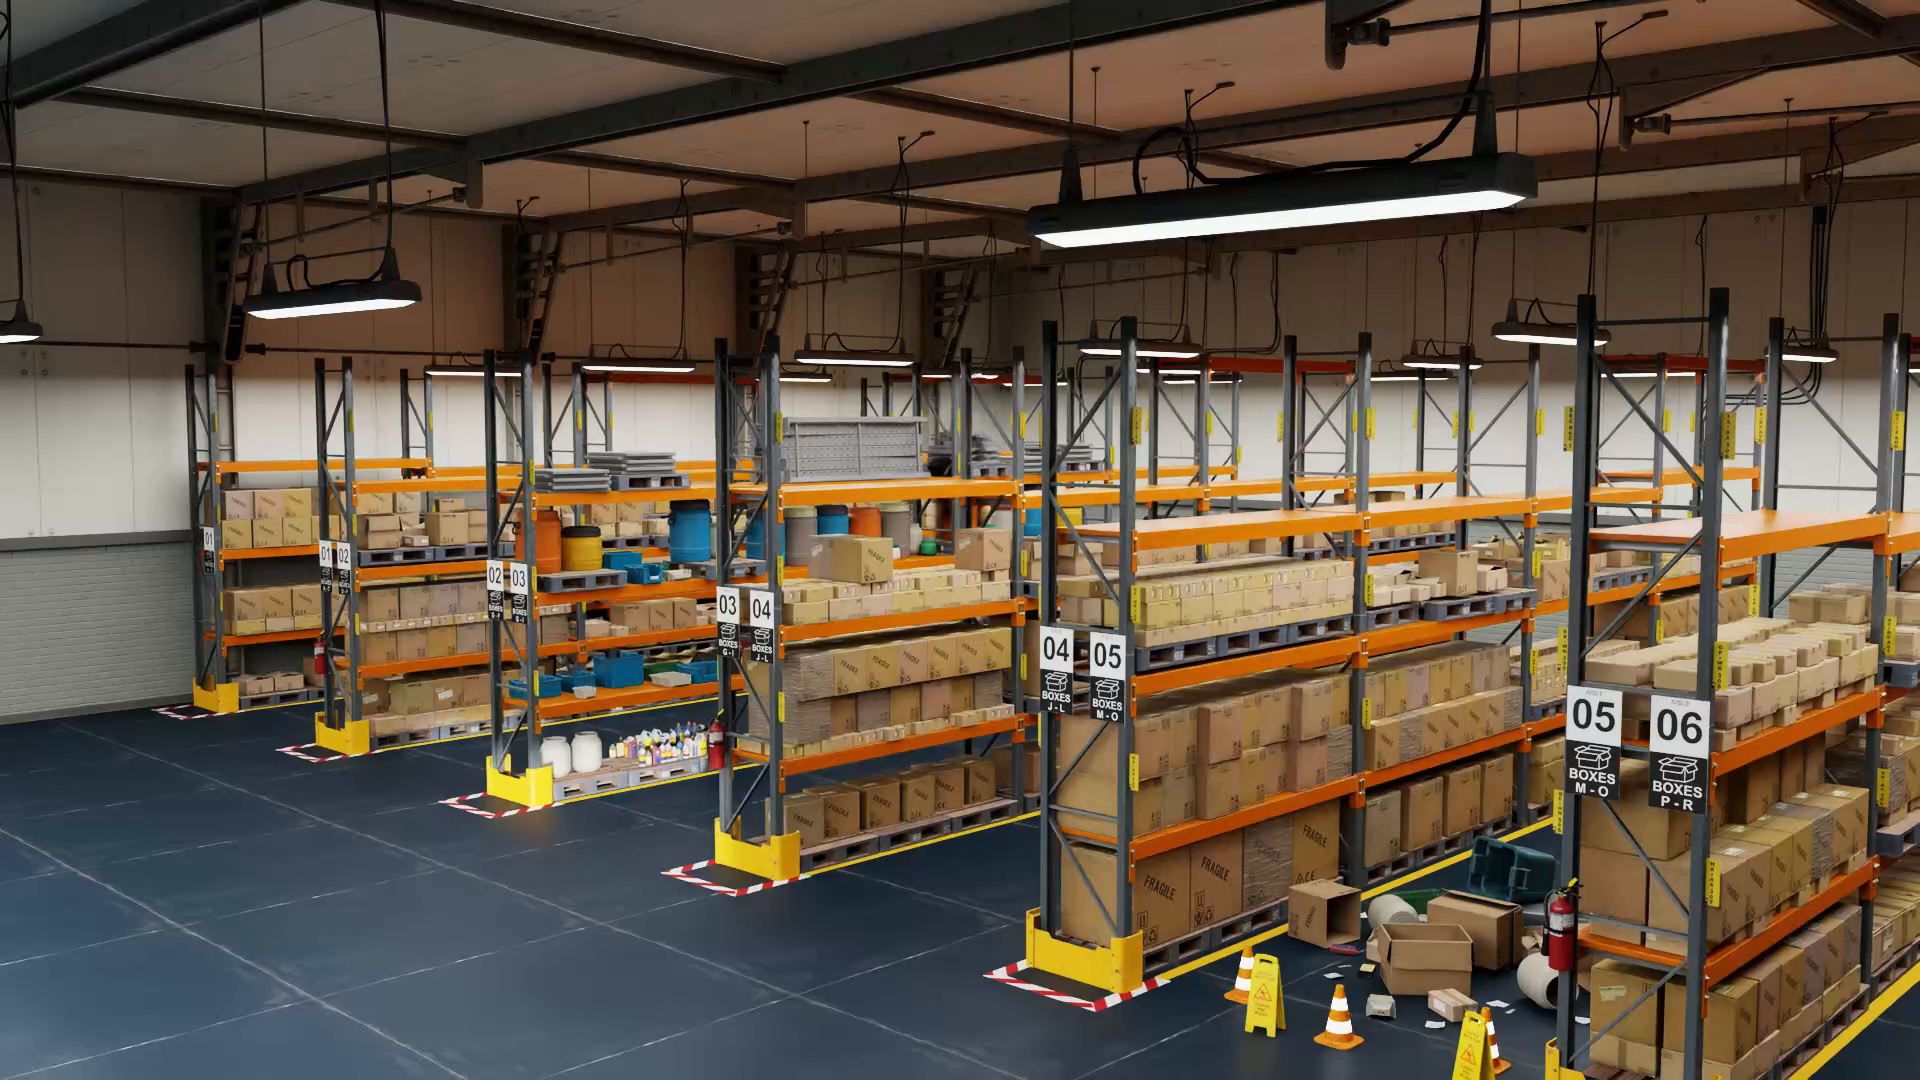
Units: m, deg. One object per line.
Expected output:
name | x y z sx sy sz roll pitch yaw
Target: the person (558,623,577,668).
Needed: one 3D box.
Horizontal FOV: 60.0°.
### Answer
person | -7.354 2.049 31.144 0.568 1.435 0.867 2 5 26
